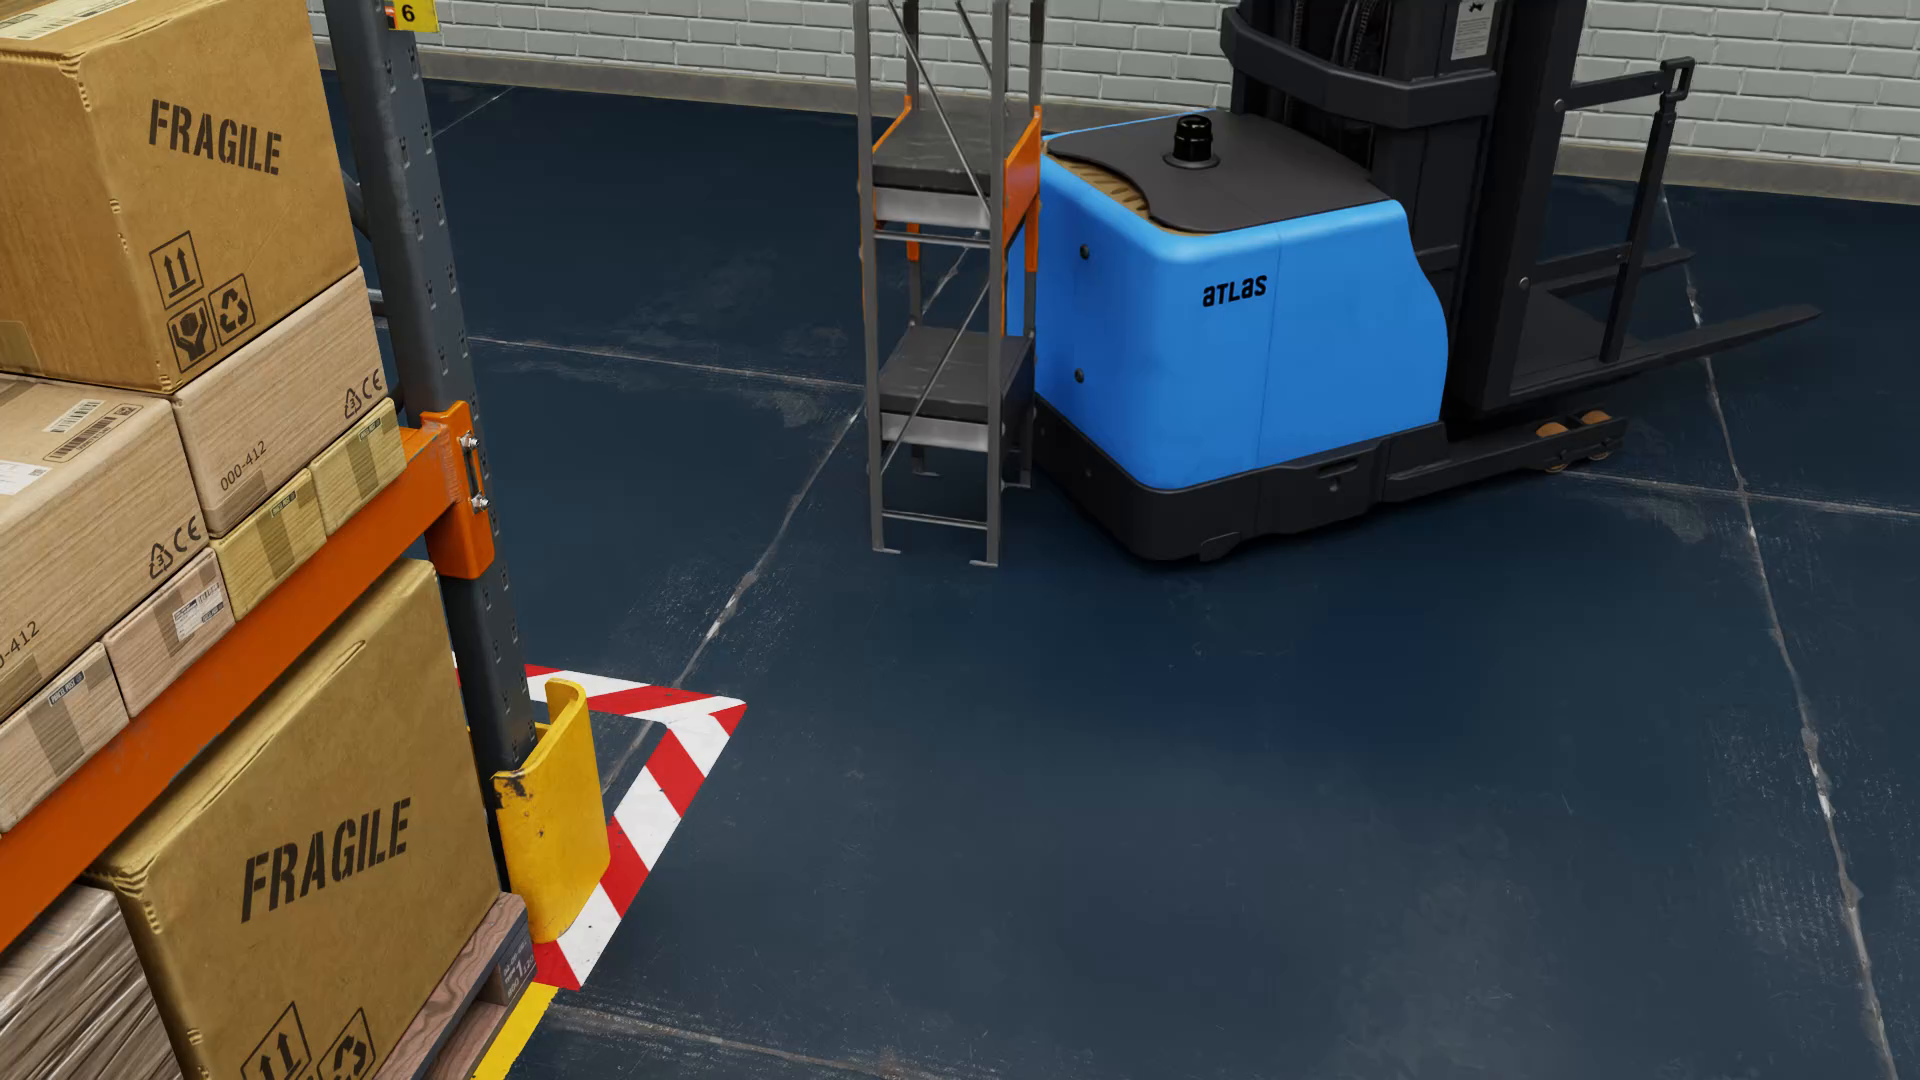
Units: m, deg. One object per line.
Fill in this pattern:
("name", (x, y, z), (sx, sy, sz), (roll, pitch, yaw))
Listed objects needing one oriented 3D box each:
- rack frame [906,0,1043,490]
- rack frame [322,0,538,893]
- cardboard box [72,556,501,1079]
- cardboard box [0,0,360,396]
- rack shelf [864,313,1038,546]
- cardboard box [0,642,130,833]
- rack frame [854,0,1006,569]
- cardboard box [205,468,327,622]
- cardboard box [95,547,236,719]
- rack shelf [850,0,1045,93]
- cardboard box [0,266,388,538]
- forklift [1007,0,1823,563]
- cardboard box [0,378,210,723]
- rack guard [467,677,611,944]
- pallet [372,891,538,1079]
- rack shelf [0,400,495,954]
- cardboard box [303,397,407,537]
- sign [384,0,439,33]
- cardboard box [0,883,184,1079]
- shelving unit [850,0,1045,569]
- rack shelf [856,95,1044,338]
("rack frame", (0.039, -1.080, 4.992), (0.400, 2.100, 0.015), (8, 33, 12))
("rack frame", (-1.447, -0.491, 3.226), (1.000, 3.000, 0.127), (8, 33, 12))
("cardboard box", (-1.532, 0.572, 3.144), (0.875, 0.875, 0.875), (8, 33, 12))
("cardboard box", (-1.317, -0.581, 2.531), (0.500, 0.500, 0.500), (8, 33, 13))
("rack shelf", (-0.020, -0.351, 5.175), (0.431, 0.518, 0.480), (8, 33, 12))
("cardboard box", (-1.413, 0.240, 2.311), (0.380, 0.149, 0.250), (9, 33, 13))
("rack frame", (-0.078, -0.826, 4.592), (0.400, 2.100, 0.015), (8, 33, 12))
("cardboard box", (-1.284, -0.020, 2.720), (0.380, 0.149, 0.250), (8, 33, 13))
("cardboard box", (-1.349, 0.111, 2.514), (0.380, 0.149, 0.250), (8, 33, 12))
("rack shelf", (-0.020, -1.532, 4.424), (0.431, 0.518, 0.480), (8, 33, 12))
("cardboard box", (-1.314, -0.266, 2.734), (0.500, 0.250, 0.500), (7, 33, 12))
("forklift", (1.697, -1.703, 5.196), (3.031, 2.935, 1.130), (-15, 35, -22))
("cardboard box", (-1.443, -0.002, 2.320), (0.500, 0.250, 0.500), (7, 33, 12))
("rack guard", (-1.441, 0.552, 3.916), (1.175, 0.500, 0.348), (8, 33, 12))
("pallet", (-1.575, 1.112, 3.305), (1.003, 0.211, 1.213), (8, 33, 12))
("rack shelf", (-1.955, 0.851, 1.787), (1.077, 0.370, 4.000), (8, 33, 12))
("cardboard box", (-1.219, -0.155, 2.932), (0.380, 0.149, 0.250), (9, 33, 13))
("sign", (-0.926, -0.998, 2.724), (0.100, 0.325, 0.005), (8, 33, 12))
("cardboard box", (-1.763, 1.044, 2.401), (0.875, 0.875, 0.875), (8, 33, 12))
("shelving unit", (-0.020, -0.953, 4.792), (0.431, 2.100, 0.503), (8, 33, 12))
("rack shelf", (-0.020, -0.942, 4.800), (0.431, 0.518, 0.480), (8, 33, 12))
